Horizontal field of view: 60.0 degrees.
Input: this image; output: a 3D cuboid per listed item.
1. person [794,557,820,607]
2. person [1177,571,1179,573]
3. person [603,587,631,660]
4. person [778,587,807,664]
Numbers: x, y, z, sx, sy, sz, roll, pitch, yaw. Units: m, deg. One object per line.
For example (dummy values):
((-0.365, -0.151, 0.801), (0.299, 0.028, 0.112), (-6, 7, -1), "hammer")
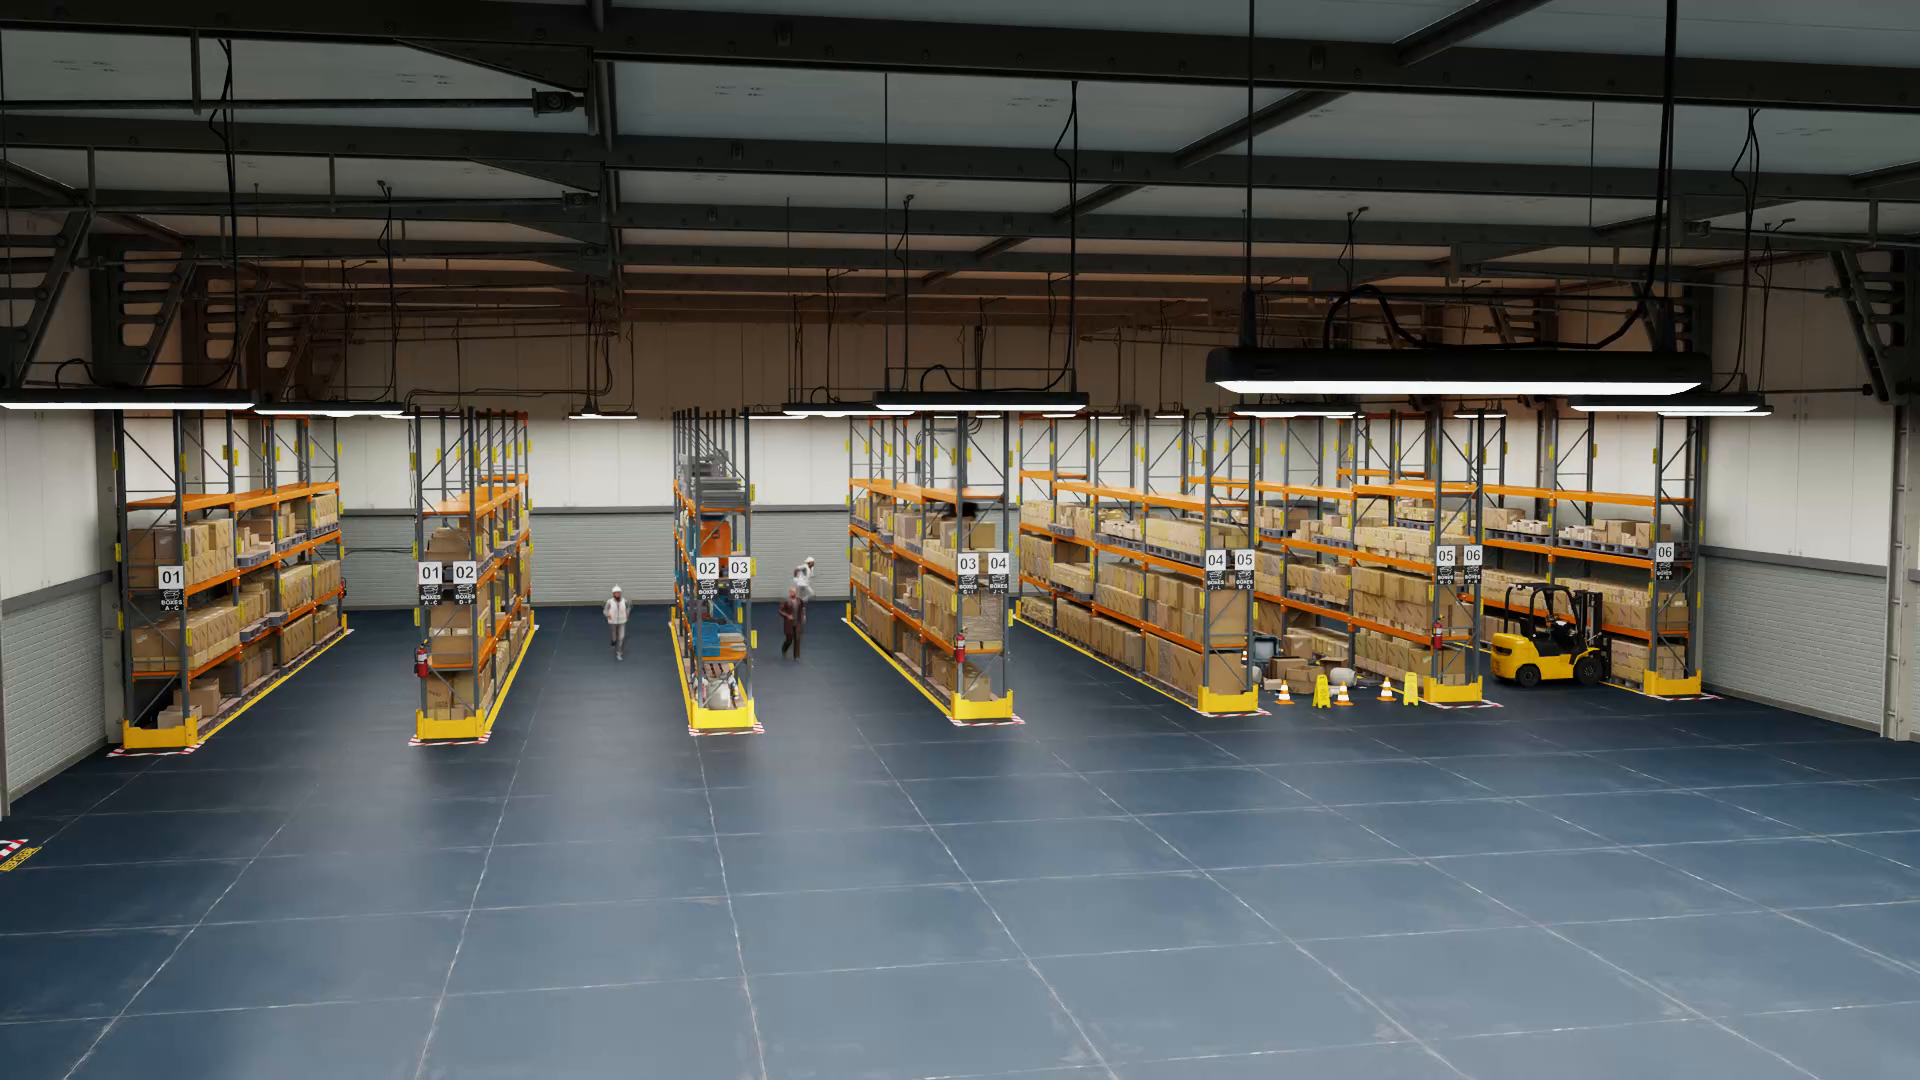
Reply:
((-4.575, 1.351, 49.242), (0.873, 1.696, 0.666), (1, 4, 10), "person")
((6.869, 1.219, 51.178), (0.627, 1.741, 0.656), (-2, 4, -23), "person")
((-8.301, 2.008, 40.292), (0.671, 1.772, 0.798), (-1, 4, -19), "person")
((-3.998, 2.015, 39.671), (0.733, 1.791, 0.925), (-2, 5, -26), "person")
